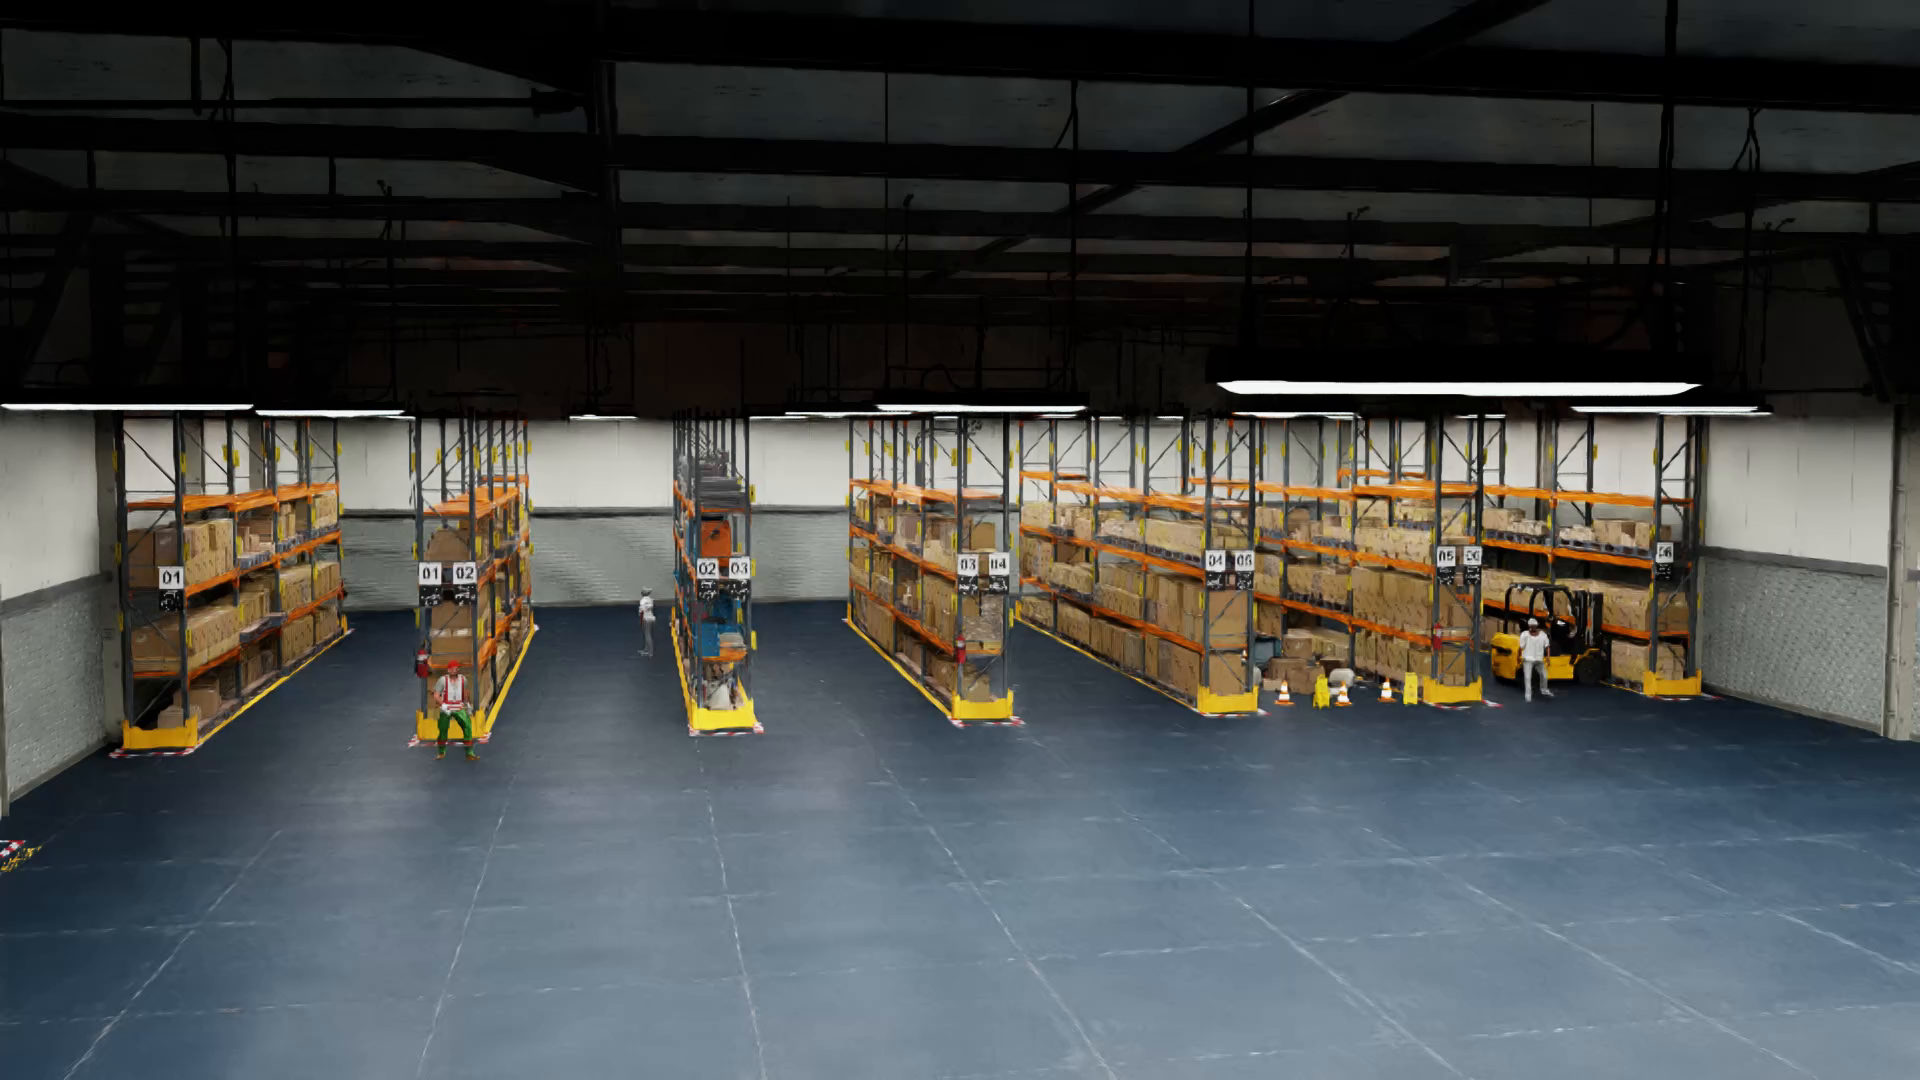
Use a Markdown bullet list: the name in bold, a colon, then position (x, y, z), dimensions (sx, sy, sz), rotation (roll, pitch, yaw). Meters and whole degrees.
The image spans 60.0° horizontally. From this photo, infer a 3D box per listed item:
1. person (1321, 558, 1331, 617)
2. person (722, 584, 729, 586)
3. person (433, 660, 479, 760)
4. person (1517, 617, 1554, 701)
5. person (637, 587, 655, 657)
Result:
- **person**: position (10.731, 1.383, 48.652), dimensions (0.597, 1.745, 0.743), rotation (-1, 4, -9)
- **person**: position (-6.873, 1.406, 48.606), dimensions (0.687, 1.710, 0.832), rotation (-2, 5, -29)
- **person**: position (-8.548, 2.856, 28.047), dimensions (0.675, 1.718, 0.808), rotation (-2, 5, -30)
- **person**: position (11.886, 2.434, 34.194), dimensions (0.776, 1.722, 0.765), rotation (0, 4, 4)
- **person**: position (-7.680, 1.991, 40.629), dimensions (0.545, 1.663, 0.574), rotation (1, 4, 17)
